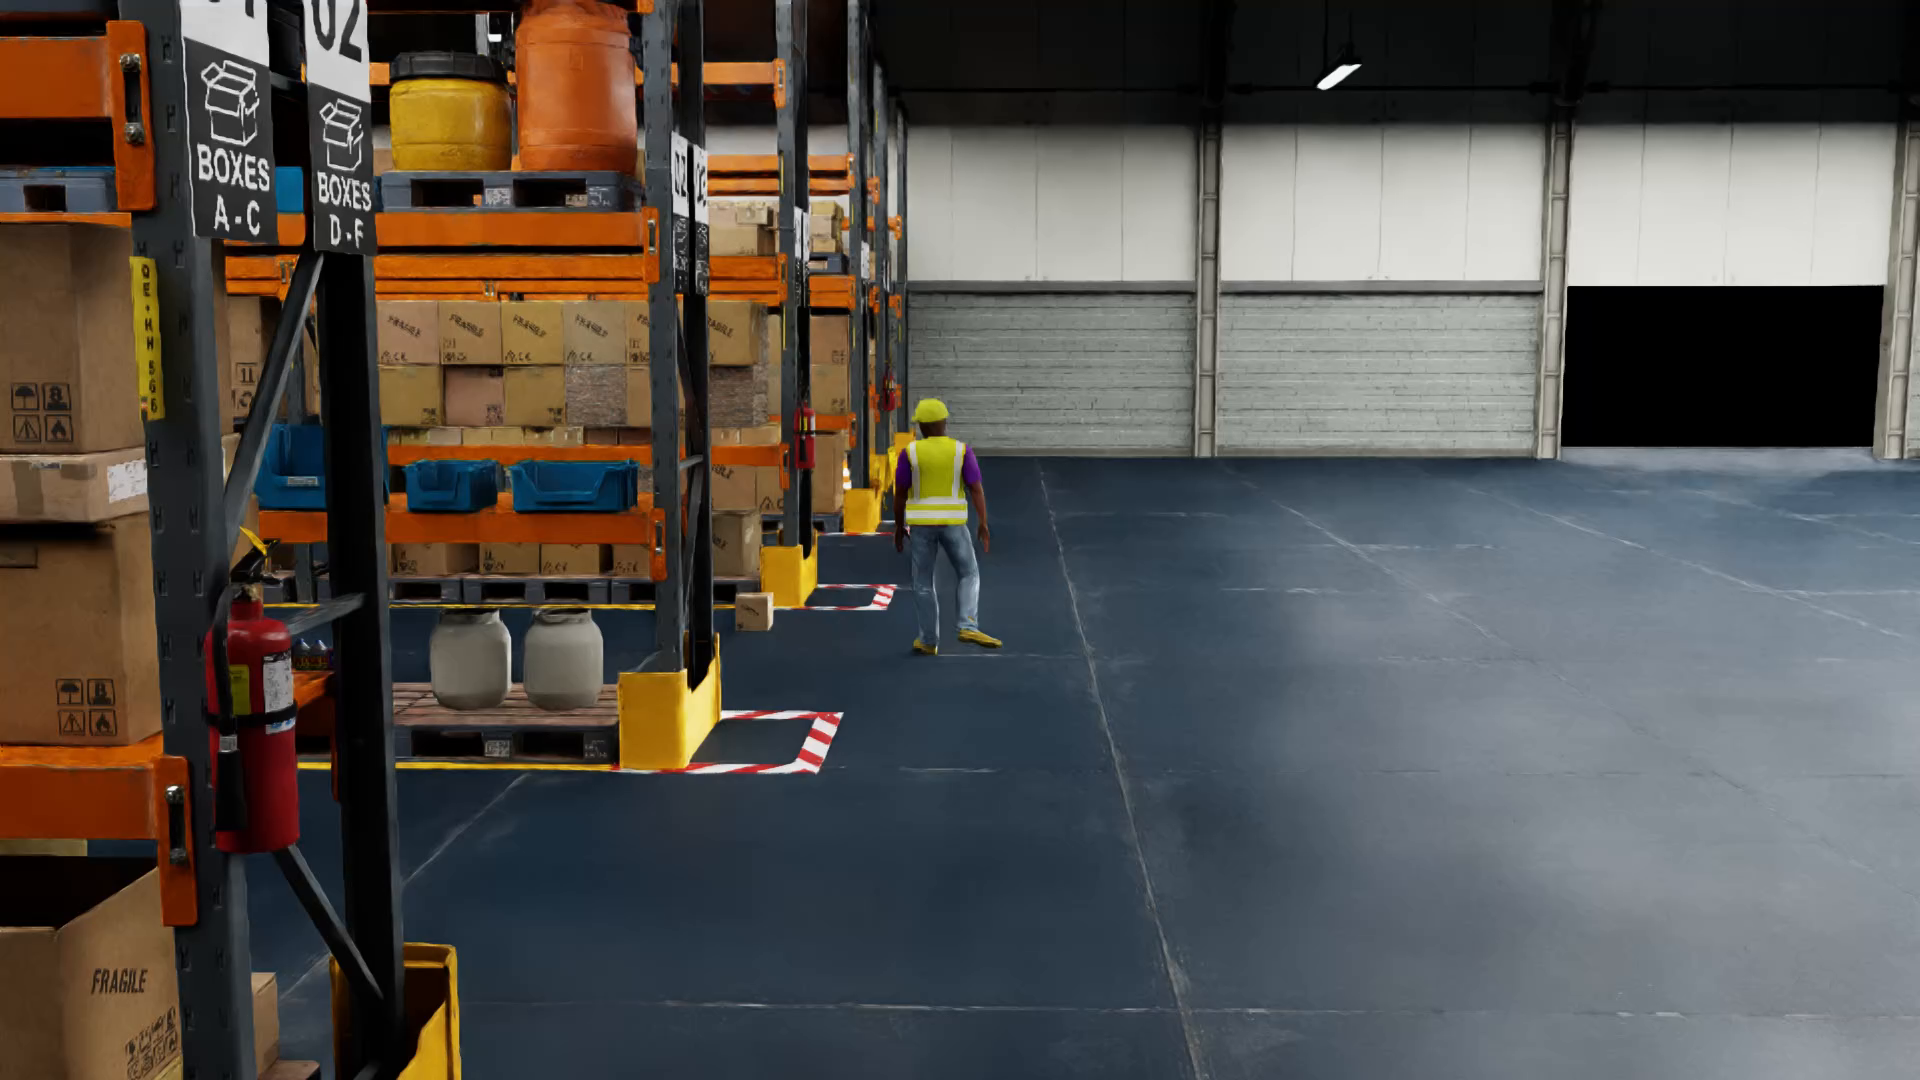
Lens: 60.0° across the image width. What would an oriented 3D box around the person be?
[{"bbox_3d":[-0.087,-0.081,11.339,0.750,1.765,0.630,0,7,1],"label":"person"}]
